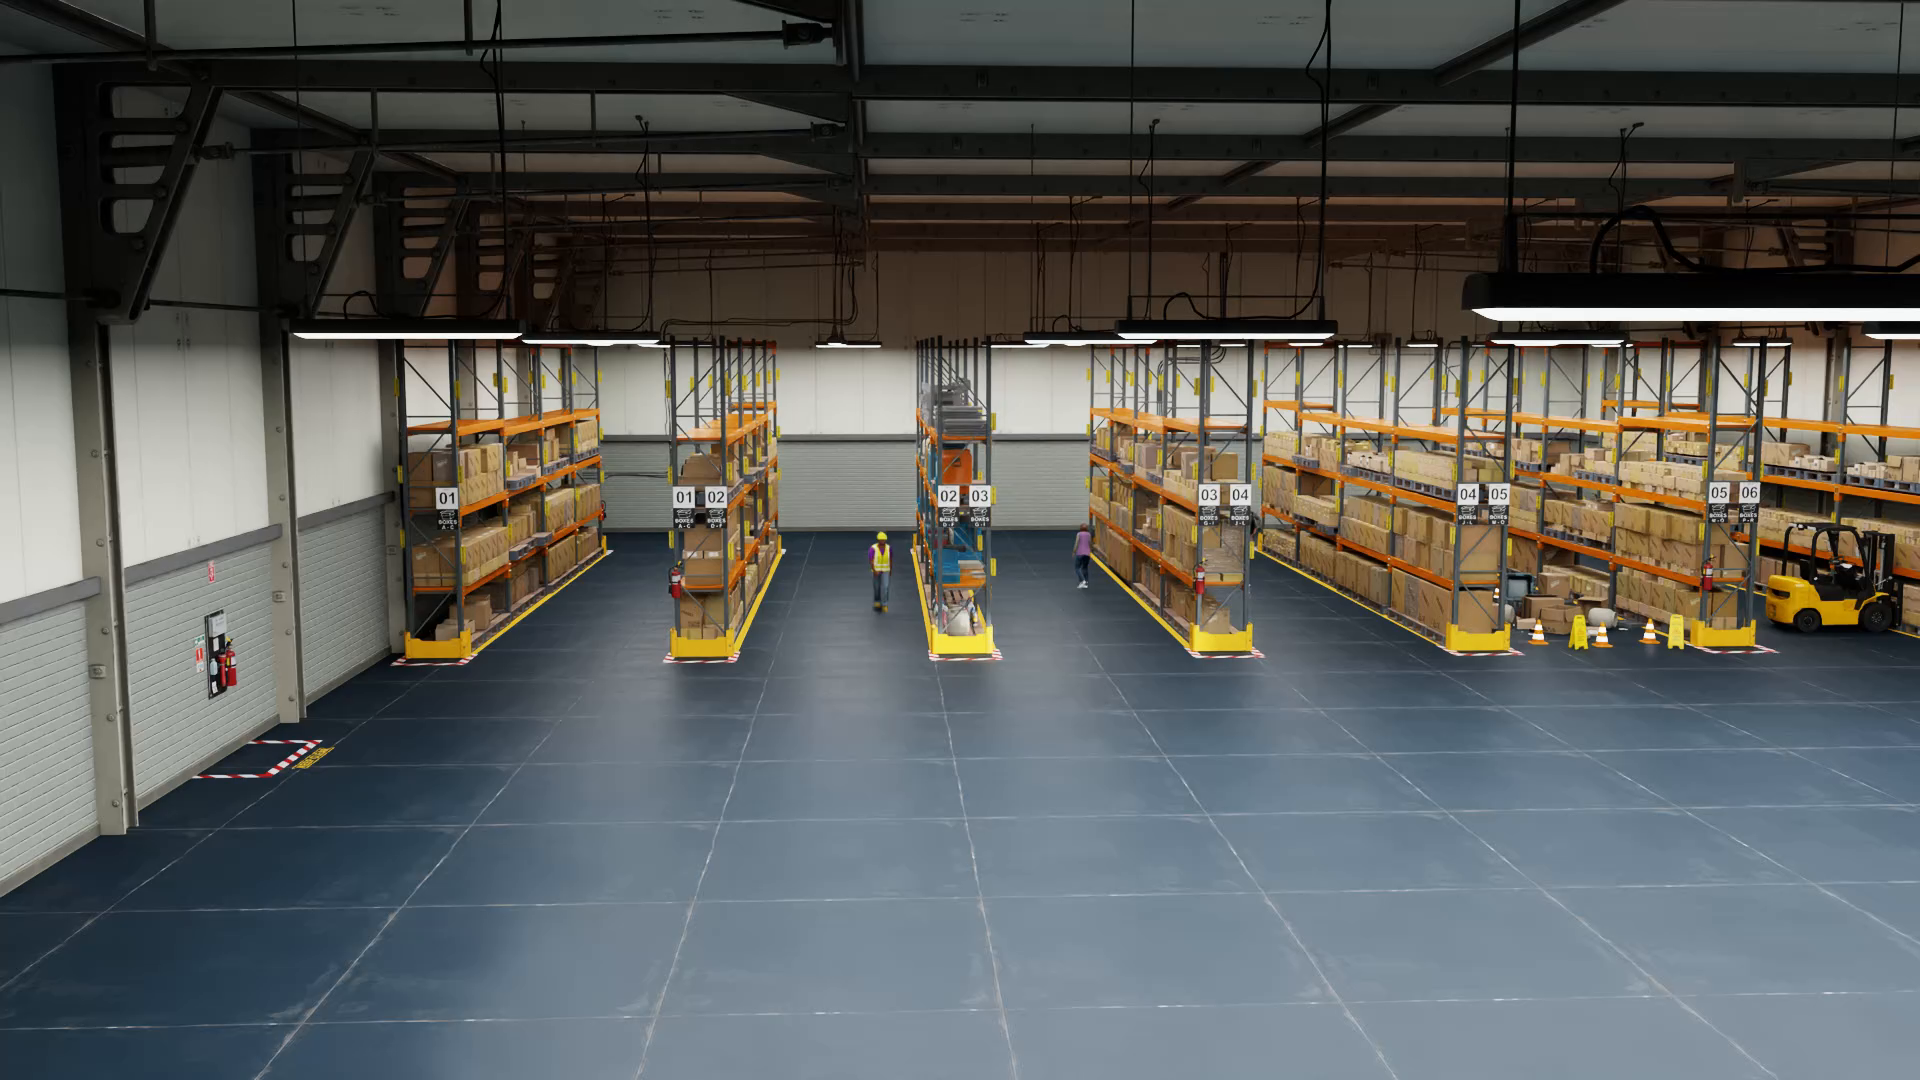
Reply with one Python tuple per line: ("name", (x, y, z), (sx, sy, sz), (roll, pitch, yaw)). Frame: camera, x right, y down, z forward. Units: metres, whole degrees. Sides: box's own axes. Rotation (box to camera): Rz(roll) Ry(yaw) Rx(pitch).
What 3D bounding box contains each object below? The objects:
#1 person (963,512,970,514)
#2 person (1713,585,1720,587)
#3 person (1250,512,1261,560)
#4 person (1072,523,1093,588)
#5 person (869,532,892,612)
("person", (0.110, -0.758, 49.941), (0.486, 1.594, 1.063), (-3, 7, -23))
("person", (16.398, 0.813, 36.221), (0.444, 1.715, 0.595), (-1, 7, -6))
("person", (7.757, -0.136, 44.886), (0.706, 1.539, 0.704), (1, 7, 7))
("person", (3.015, 0.399, 40.231), (0.483, 1.541, 0.538), (-2, 7, -20))
("person", (-1.735, 0.685, 36.754), (0.562, 1.710, 0.974), (-1, 7, -12))
